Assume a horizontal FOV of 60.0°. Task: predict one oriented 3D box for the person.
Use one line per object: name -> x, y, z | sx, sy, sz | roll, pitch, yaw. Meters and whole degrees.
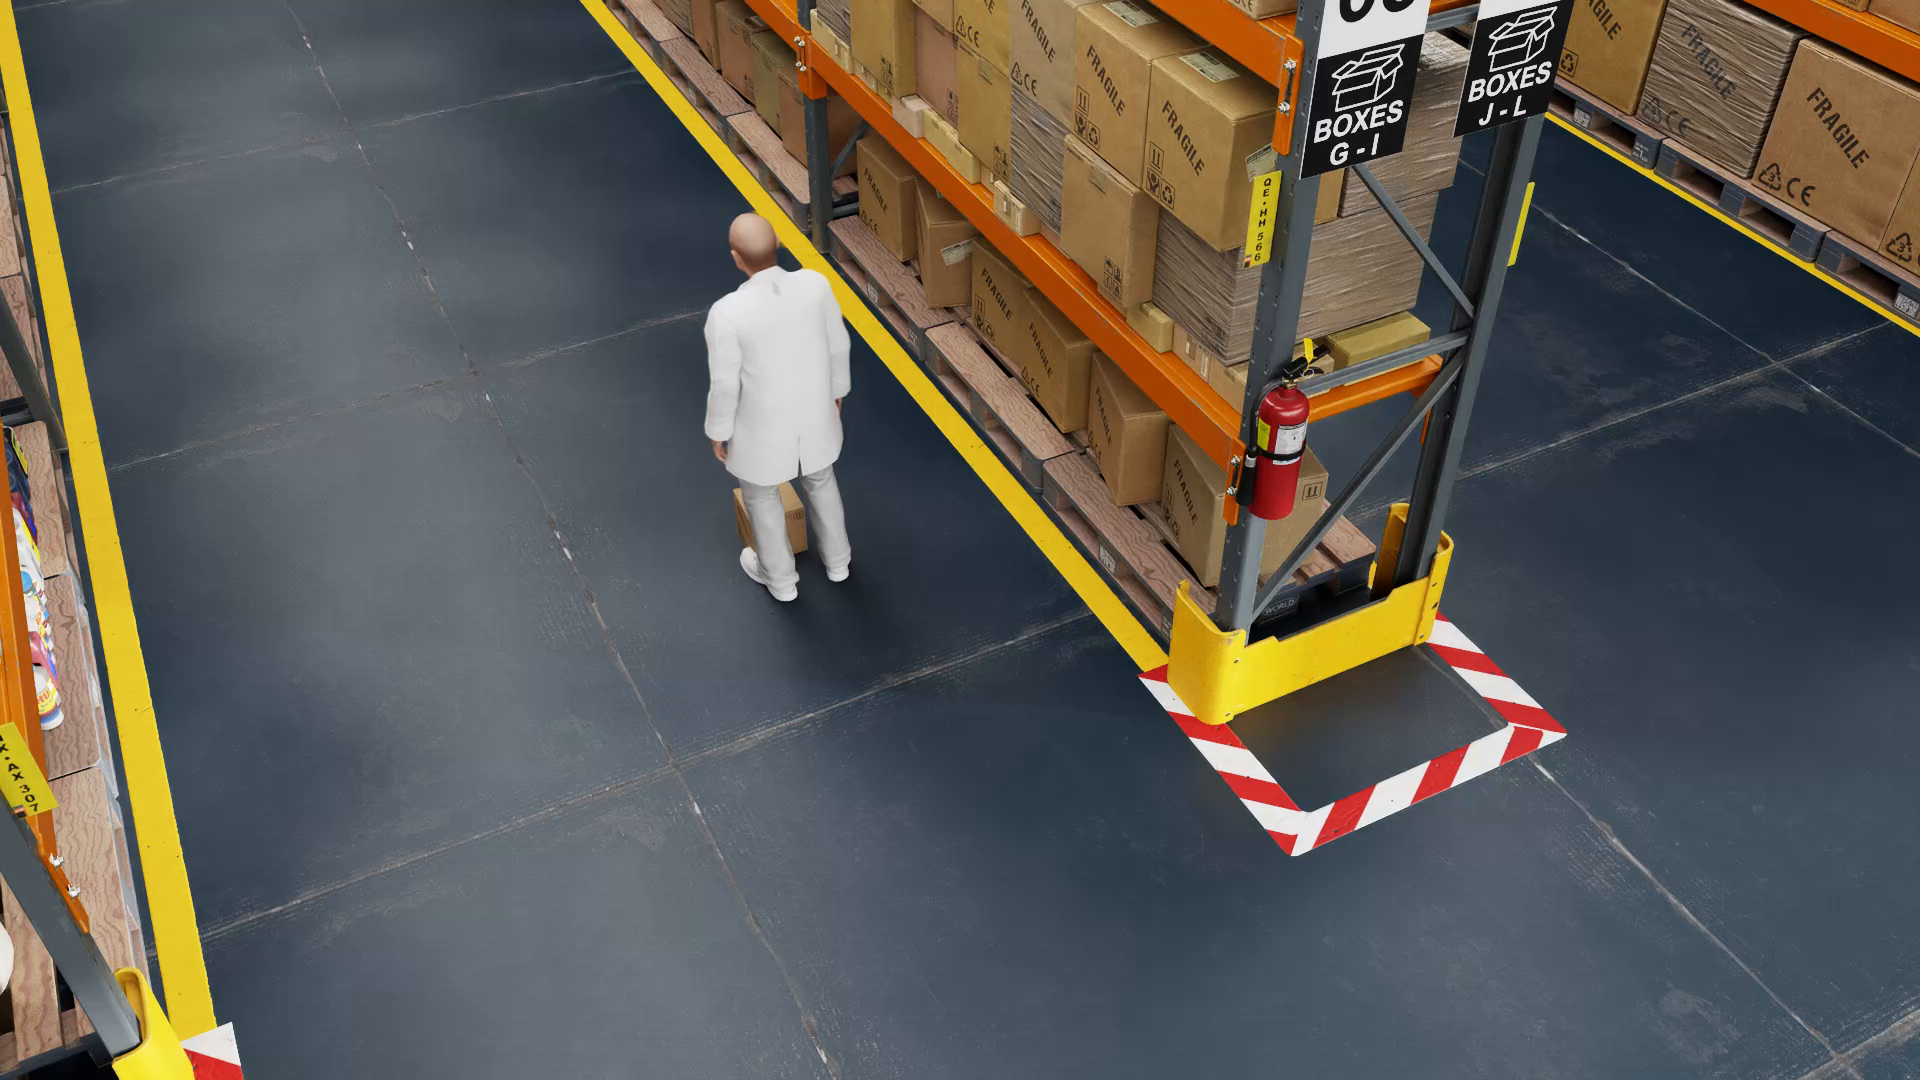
person -> -0.738, -0.519, 6.773 | 0.649, 1.772, 0.429 | -21, 45, -23
